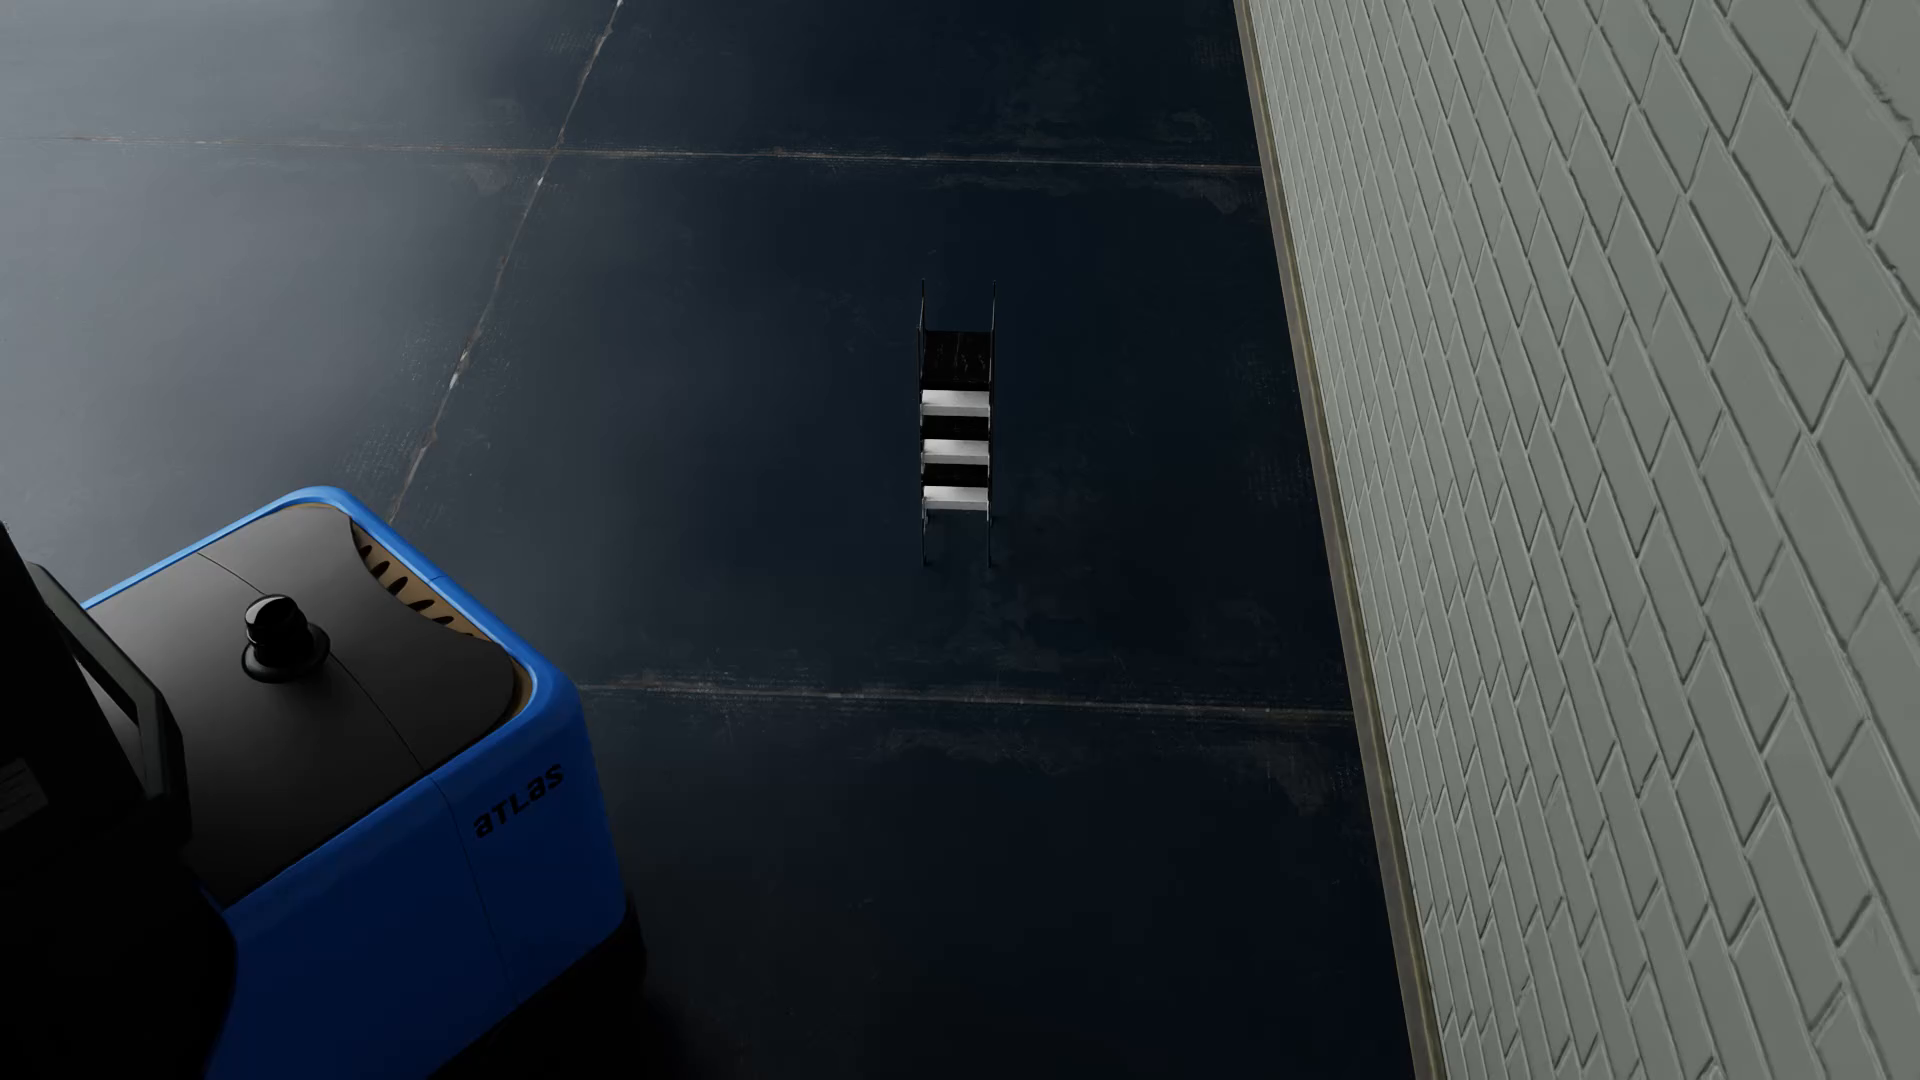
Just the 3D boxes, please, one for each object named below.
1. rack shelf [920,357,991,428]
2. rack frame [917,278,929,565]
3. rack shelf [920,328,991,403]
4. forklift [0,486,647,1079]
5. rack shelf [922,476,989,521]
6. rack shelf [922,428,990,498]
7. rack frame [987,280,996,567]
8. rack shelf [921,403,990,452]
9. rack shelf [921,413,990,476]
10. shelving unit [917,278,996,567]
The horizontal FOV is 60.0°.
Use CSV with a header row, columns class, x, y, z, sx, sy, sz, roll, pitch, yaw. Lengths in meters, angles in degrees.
class,x,y,z,sx,sy,sz,roll,pitch,yaw
rack shelf,-0.008,-0.437,4.844,0.200,0.077,0.258,2,43,2
rack frame,-0.110,-0.333,4.947,0.006,0.900,0.240,2,43,2
rack shelf,-0.008,-0.503,4.782,0.200,0.077,0.258,2,43,2
forklift,-2.140,0.516,2.546,1.130,2.935,3.031,33,52,30
rack shelf,-0.008,-0.173,5.089,0.200,0.077,0.258,2,43,2
rack shelf,-0.008,-0.239,5.028,0.200,0.077,0.258,2,43,2
rack frame,0.093,-0.326,4.940,0.006,0.900,0.240,2,43,2
rack shelf,-0.008,-0.371,4.905,0.200,0.077,0.258,2,43,2
rack shelf,-0.008,-0.305,4.966,0.200,0.077,0.258,2,43,2
shelving unit,-0.008,-0.330,4.944,0.210,0.900,0.258,2,43,2
